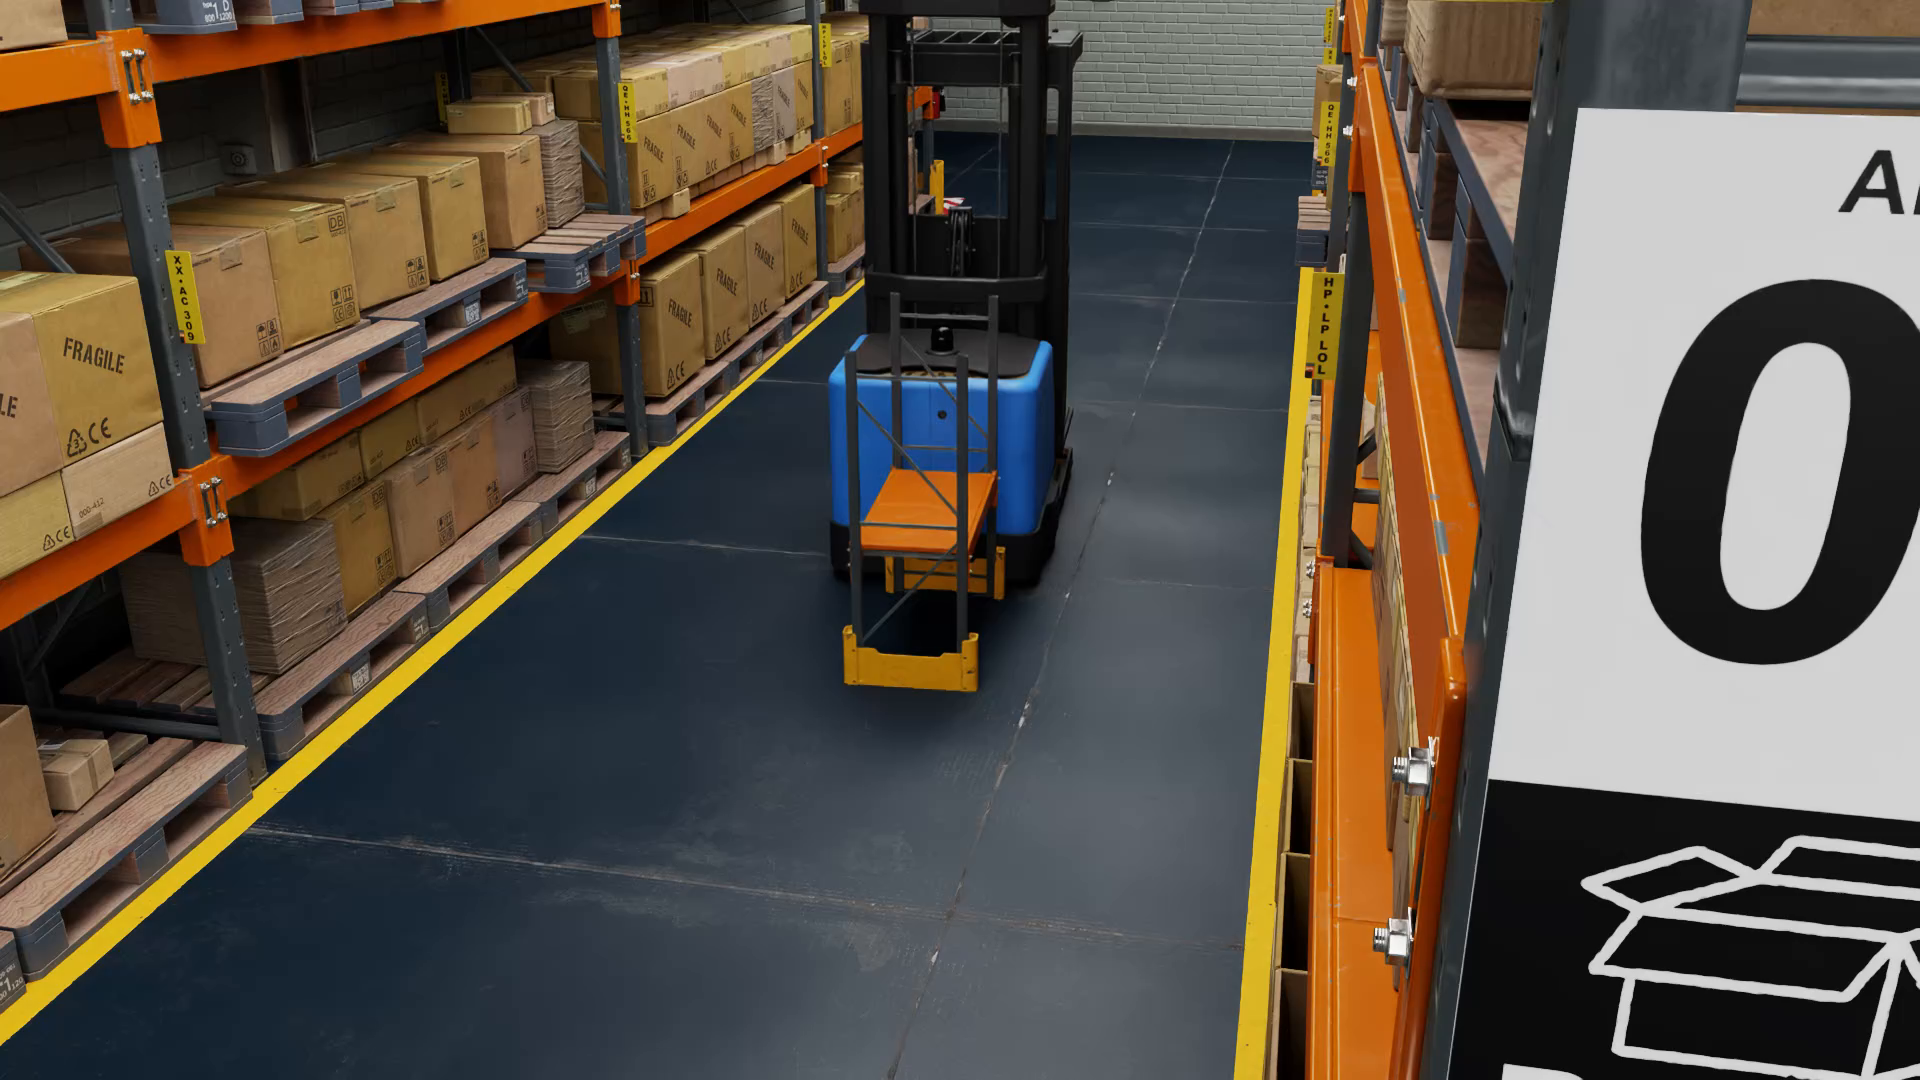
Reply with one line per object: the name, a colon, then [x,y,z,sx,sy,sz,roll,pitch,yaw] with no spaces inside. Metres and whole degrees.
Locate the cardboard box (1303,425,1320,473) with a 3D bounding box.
cardboard box: [1.952,-0.381,8.153,0.500,0.311,0.500,4,22,10]

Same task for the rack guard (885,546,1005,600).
rack guard: [-0.074,0.149,8.149,0.587,0.250,0.087,3,22,8]

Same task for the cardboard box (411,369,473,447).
cardboard box: [-2.779,-0.673,8.262,0.500,0.250,0.500,4,22,11]

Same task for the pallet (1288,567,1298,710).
pallet: [1.988,0.473,7.397,1.003,0.211,1.213,4,22,11]

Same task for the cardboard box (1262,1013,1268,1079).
cardboard box: [1.023,1.491,4.254,0.500,0.250,0.500,4,22,11]

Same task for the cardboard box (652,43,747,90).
cardboard box: [-1.755,-3.195,11.208,0.500,0.250,0.500,4,22,10]

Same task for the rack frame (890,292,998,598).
rack frame: [-0.073,-0.431,7.917,0.500,1.500,0.032,3,22,8]

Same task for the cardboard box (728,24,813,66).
cardboard box: [-1.434,-3.754,12.597,0.500,0.250,0.500,5,22,12]

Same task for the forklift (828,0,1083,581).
forklift: [0.070,-1.675,9.090,1.130,2.935,3.031,3,22,8]

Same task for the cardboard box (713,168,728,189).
cardboard box: [-1.809,-2.497,11.348,0.380,0.149,0.250,5,22,11]

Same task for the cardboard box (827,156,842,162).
cardboard box: [-1.297,-3.443,15.302,0.380,0.149,0.250,4,22,10]

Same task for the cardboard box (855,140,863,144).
cardboard box: [-1.091,-3.814,16.224,0.380,0.149,0.250,5,22,11]

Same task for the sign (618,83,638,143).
sign: [-1.872,-2.402,9.359,0.100,0.325,0.005,4,22,11]

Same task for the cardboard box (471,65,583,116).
cardboard box: [-2.567,-2.667,9.898,0.500,0.250,0.500,5,22,12]

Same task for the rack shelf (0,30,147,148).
rack shelf: [-3.630,-0.803,3.781,1.077,0.370,4.000,4,22,11]

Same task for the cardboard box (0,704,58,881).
cardboard box: [-3.394,0.861,5.458,0.500,0.500,0.500,3,22,7]

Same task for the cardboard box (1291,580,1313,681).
cardboard box: [1.531,0.359,6.315,0.500,0.311,0.500,5,22,12]

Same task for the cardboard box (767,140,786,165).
cardboard box: [-1.503,-2.864,12.259,0.380,0.149,0.250,4,22,11]

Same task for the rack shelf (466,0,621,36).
rack shelf: [-1.997,-3.729,11.045,1.077,0.370,4.000,4,22,11]

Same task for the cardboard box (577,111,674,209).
cardboard box: [-2.056,-2.292,9.970,0.500,0.500,0.500,5,22,13]

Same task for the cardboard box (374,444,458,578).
cardboard box: [-2.888,-0.168,8.014,0.700,0.500,0.500,5,22,12]

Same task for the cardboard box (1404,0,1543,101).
cardboard box: [0.789,-0.661,1.915,0.500,0.250,0.500,4,22,11]

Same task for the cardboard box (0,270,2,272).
cardboard box: [-3.522,-0.609,5.520,0.500,0.500,0.500,4,22,10]

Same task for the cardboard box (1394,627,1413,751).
cardboard box: [1.018,0.293,3.108,0.380,0.149,0.250,4,22,10]

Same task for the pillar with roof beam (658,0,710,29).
pillar with roof beam: [1.921,-6.179,12.151,9.100,9.000,0.400,4,22,11]

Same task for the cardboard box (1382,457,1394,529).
cardboard box: [1.230,-0.082,4.040,0.380,0.149,0.250,4,22,10]

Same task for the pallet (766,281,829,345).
pallet: [-1.673,-1.821,13.093,1.003,0.211,1.213,4,22,11]

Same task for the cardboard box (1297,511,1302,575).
cardboard box: [1.849,0.061,7.806,0.500,0.250,0.500,4,22,10]

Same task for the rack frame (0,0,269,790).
rack frame: [-3.222,-0.477,6.023,1.000,3.000,0.127,4,22,11]

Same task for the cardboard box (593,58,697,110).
cardboard box: [-1.951,-2.824,10.289,0.500,0.250,0.500,4,22,10]

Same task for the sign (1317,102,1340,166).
sign: [1.912,-2.102,8.613,0.100,0.325,0.005,4,22,11]

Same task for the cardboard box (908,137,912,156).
cardboard box: [-0.666,-3.877,16.381,0.380,0.149,0.250,4,22,10]

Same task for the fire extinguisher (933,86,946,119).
fire extinguisher: [-0.290,-4.677,17.053,0.296,0.674,0.183,4,22,11]

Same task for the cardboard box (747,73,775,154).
cardboard box: [-1.642,-3.038,11.823,0.500,0.500,0.500,4,22,11]

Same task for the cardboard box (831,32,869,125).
cardboard box: [-1.308,-4.006,14.383,0.980,0.700,0.700,4,22,10]

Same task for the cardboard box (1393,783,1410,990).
cardboard box: [1.233,0.580,3.265,0.700,0.500,0.500,5,23,13]

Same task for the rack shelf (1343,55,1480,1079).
rack shelf: [1.221,-0.427,2.846,1.077,0.370,4.000,4,22,11]

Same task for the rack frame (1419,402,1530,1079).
rack frame: [0.812,1.362,1.456,1.000,3.000,0.127,4,22,11]

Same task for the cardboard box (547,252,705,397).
cardboard box: [-2.127,-1.396,10.621,0.750,0.750,0.750,4,22,10]

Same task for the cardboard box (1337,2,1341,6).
cardboard box: [3.316,-4.113,13.579,0.500,0.500,0.500,5,22,11]

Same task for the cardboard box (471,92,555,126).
cardboard box: [-2.446,-2.363,9.114,0.380,0.149,0.250,2,22,4]

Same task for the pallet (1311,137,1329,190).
pallet: [2.991,-2.654,11.684,1.003,0.211,1.213,4,22,11]

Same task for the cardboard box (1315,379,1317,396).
cardboard box: [2.406,-0.968,9.999,0.500,0.500,0.500,5,23,13]

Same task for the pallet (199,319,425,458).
pallet: [-2.923,-0.656,6.725,1.003,0.211,1.213,4,22,11]

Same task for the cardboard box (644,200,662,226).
cardboard box: [-2.052,-2.027,10.181,0.380,0.149,0.250,5,22,12]

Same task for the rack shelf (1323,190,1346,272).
rack shelf: [2.853,-1.961,10.671,1.077,0.370,4.000,4,22,11]

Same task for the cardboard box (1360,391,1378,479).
cardboard box: [1.628,-0.374,5.947,0.396,0.266,0.258,4,22,10]

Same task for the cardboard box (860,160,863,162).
cardboard box: [-0.920,-3.454,16.199,0.700,0.500,0.500,4,22,11]

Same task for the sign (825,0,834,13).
sign: [-1.315,-5.348,16.854,0.100,0.325,0.005,4,22,11]

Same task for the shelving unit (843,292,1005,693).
shelving unit: [-0.144,-0.247,7.458,0.587,1.500,1.083,3,22,8]

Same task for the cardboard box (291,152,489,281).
cardboard box: [-2.724,-1.560,7.990,0.700,0.500,0.500,4,22,11]

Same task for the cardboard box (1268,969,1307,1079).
cardboard box: [0.924,1.327,3.659,0.500,0.500,0.500,4,22,11]

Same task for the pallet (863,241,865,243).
pallet: [-1.111,-2.829,15.595,1.003,0.211,1.213,4,22,11]

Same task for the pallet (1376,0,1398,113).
pallet: [1.480,-1.137,3.765,1.003,0.211,1.213,4,22,11]
